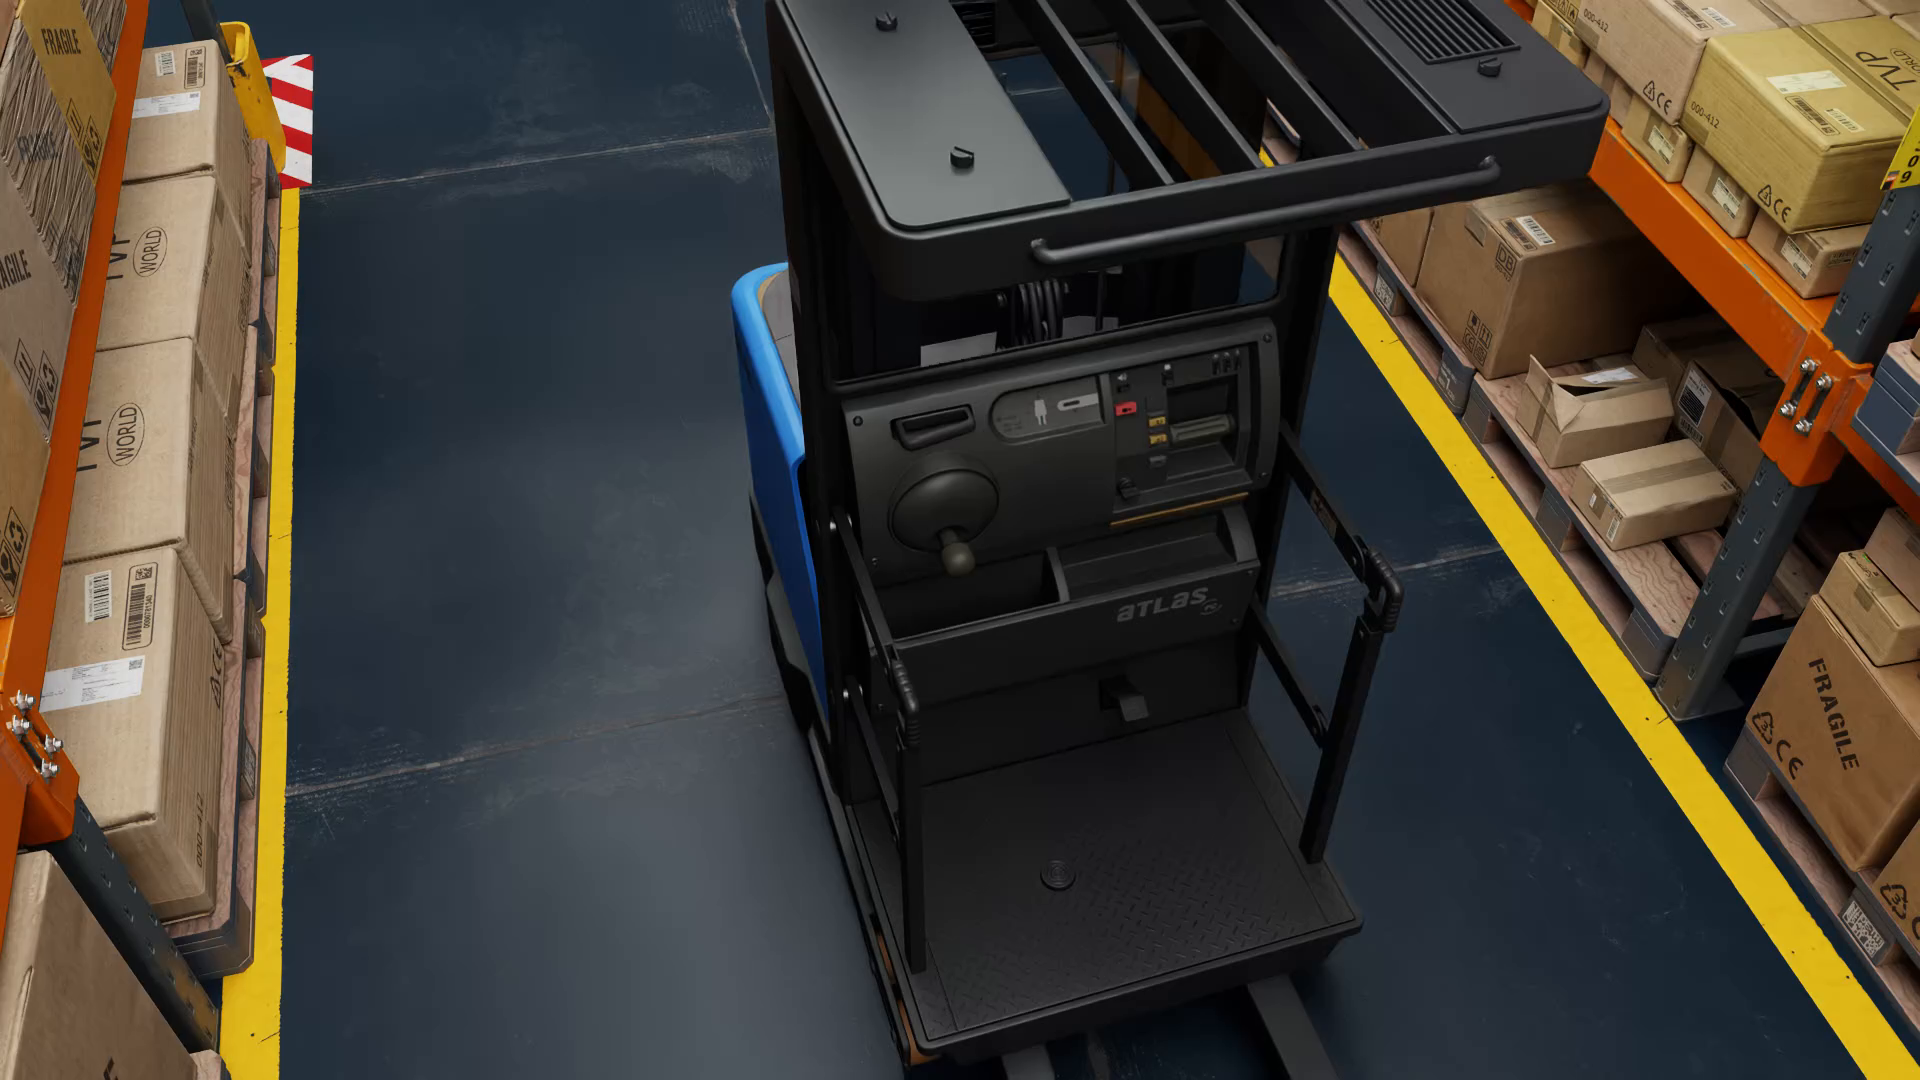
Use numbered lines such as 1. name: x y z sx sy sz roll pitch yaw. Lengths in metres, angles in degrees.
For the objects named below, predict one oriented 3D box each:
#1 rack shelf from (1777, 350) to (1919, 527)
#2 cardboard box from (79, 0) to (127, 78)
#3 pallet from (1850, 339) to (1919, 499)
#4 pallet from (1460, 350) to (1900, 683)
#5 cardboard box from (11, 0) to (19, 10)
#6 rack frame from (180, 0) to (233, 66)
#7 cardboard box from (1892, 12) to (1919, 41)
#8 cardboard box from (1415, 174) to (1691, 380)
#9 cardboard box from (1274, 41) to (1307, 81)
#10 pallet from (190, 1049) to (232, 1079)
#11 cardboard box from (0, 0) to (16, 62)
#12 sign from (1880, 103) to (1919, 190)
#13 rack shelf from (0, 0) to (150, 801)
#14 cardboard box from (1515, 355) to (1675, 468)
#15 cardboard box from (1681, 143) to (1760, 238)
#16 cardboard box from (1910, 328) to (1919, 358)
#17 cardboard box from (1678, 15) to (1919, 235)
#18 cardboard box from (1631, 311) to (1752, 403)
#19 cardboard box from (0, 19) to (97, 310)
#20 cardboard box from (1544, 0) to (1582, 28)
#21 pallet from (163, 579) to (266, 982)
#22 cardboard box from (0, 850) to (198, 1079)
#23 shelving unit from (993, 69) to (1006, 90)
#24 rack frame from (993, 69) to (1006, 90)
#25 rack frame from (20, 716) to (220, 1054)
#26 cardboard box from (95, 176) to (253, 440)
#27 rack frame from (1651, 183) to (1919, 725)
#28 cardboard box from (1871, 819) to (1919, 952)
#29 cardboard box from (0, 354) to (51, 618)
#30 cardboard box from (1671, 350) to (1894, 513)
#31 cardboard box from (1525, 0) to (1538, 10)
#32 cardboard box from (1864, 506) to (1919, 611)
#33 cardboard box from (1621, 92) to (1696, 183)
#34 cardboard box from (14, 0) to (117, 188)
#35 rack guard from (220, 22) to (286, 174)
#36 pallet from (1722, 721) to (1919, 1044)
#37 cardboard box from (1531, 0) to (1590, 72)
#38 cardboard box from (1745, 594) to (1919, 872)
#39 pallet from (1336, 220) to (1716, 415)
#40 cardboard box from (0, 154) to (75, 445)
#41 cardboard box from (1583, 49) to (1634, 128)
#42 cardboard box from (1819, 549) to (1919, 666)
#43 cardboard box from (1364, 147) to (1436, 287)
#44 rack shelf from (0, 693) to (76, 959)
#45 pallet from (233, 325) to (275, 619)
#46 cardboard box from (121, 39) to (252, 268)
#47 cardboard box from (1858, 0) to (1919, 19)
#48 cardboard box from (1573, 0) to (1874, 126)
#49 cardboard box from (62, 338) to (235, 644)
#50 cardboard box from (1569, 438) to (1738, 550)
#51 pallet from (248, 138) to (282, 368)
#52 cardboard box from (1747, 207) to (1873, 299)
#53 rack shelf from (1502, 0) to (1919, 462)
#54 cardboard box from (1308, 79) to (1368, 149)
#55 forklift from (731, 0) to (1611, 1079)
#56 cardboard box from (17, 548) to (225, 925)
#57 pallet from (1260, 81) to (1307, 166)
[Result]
1. rack shelf: 3.014 0.974 2.699 1.077 0.370 4.000 -11 47 -10
2. cardboard box: -2.685 -1.558 4.607 0.500 0.500 0.500 -9 46 -9
3. pallet: 2.601 -0.020 3.304 1.003 0.211 1.213 -11 47 -10
4. pallet: 2.327 -0.157 5.256 1.003 0.211 1.213 -11 47 -10
5. cardboard box: -2.553 -1.561 3.910 0.500 0.500 0.500 -11 47 -11
6. rack frame: -3.319 -2.510 5.610 1.000 3.000 0.127 -11 47 -10
7. cardboard box: 2.636 -1.102 4.126 0.500 0.250 0.500 -11 47 -11
8. cardboard box: 1.990 -0.939 5.526 0.700 0.500 0.500 -12 47 -12
9. cardboard box: 1.543 -2.254 6.813 0.797 0.503 0.637 -12 47 -12
10. pallet: -2.025 1.746 3.391 1.003 0.211 1.213 -11 47 -10
11. cardboard box: -2.426 -1.212 3.568 0.500 0.500 0.500 -10 46 -10
12. sign: 1.980 -0.857 3.384 0.100 0.325 0.005 -11 47 -10
13. rack shelf: -2.807 -0.878 4.514 1.077 0.370 4.000 -11 47 -10
14. cardboard box: 1.984 -0.426 5.188 0.396 0.266 0.258 -9 46 -9
15. cardboard box: 2.089 -0.921 4.228 0.380 0.149 0.250 -10 46 -9
16. cardboard box: 2.410 -0.466 3.242 0.700 0.500 0.500 -10 46 -9
17. cardboard box: 2.136 -1.018 4.044 0.500 0.250 0.500 -10 46 -9
18. cardboard box: 2.450 -0.607 5.447 0.380 0.149 0.250 -11 47 -11
19. cardboard box: -2.408 -0.848 3.911 0.500 0.500 0.500 -10 47 -10
20. cardboard box: 1.878 -1.707 4.720 0.500 0.250 0.500 -11 47 -11
21. pallet: -2.414 0.688 4.428 1.003 0.211 1.213 -11 47 -10
22. cardboard box: -2.059 1.261 3.107 0.875 0.875 0.875 -9 46 -9
23. shelving unit: -0.182 -0.910 5.092 0.431 1.500 0.755 -12 47 -12
24. rack frame: -0.074 -0.660 4.847 0.400 1.500 0.023 -12 47 -12
25. rack frame: -2.295 0.251 2.904 1.000 3.000 0.127 -11 47 -10
26. cardboard box: -2.811 -0.693 5.329 0.875 0.438 0.875 -10 46 -9
27. rack frame: 2.502 -0.659 3.796 1.000 3.000 0.127 -11 47 -10
28. cardboard box: 2.554 0.810 3.812 0.500 0.500 0.500 -11 47 -11
29. cardboard box: -2.162 -0.156 3.232 0.500 0.500 0.500 -9 46 -9
30. cardboard box: 2.561 -0.364 5.095 0.500 0.311 0.500 -9 46 -9
31. cardboard box: 1.907 -1.652 4.944 0.380 0.149 0.250 -10 46 -10
32. cardboard box: 2.395 0.023 3.921 0.380 0.149 0.250 -11 47 -11
33. cardboard box: 1.999 -1.096 4.400 0.380 0.149 0.250 -10 46 -9
34. cardboard box: -2.540 -1.204 4.260 0.500 0.500 0.500 -9 46 -9
35. rack guard: -3.325 -1.652 6.519 1.175 0.500 0.348 -11 47 -10
36. pallet: 2.747 0.872 4.248 1.003 0.211 1.213 -11 47 -10
37. cardboard box: 1.865 -1.453 4.750 0.380 0.149 0.250 -11 47 -11
38. cardboard box: 2.408 0.444 4.171 0.500 0.500 0.500 -9 46 -9
39. pallet: 2.011 -1.001 6.083 1.003 0.211 1.213 -11 47 -10
40. cardboard box: -2.287 -0.504 3.574 0.500 0.500 0.500 -10 47 -10
41. cardboard box: 1.958 -1.282 4.582 0.380 0.149 0.250 -10 46 -9
42. cardboard box: 2.337 0.138 4.016 0.380 0.149 0.250 -9 46 -8
43. cardboard box: 1.763 -1.272 5.853 0.500 0.500 0.500 -10 46 -10
44. rack shelf: -1.783 1.884 1.807 1.077 0.370 4.000 -11 47 -10
45. pallet: -2.730 -0.156 5.255 1.003 0.211 1.213 -11 47 -10
46. cardboard box: -3.054 -1.323 5.946 0.875 0.438 0.875 -12 47 -12
47. cardboard box: 2.501 -1.447 4.464 0.500 0.250 0.500 -11 47 -11
48. cardboard box: 1.993 -1.361 4.380 0.500 0.250 0.500 -11 47 -10
49. cardboard box: -2.582 -0.070 4.718 0.875 0.438 0.875 -12 47 -11
50. cardboard box: 2.076 -0.139 4.988 0.380 0.149 0.250 -12 47 -12
51. pallet: -3.039 -0.997 6.079 1.003 0.211 1.213 -11 47 -10
52. cardboard box: 2.176 -0.745 4.056 0.380 0.149 0.250 -10 46 -10
53. rack shelf: 1.990 -1.788 5.406 1.077 0.370 4.000 -11 47 -10
54. cardboard box: 1.724 -1.656 6.229 0.700 0.500 0.500 -9 46 -9
55. forklift: 0.291 -0.093 3.289 1.130 2.935 3.031 -12 47 -12
56. cardboard box: -2.352 0.548 4.113 0.875 0.438 0.875 -11 47 -11
57. pallet: 1.703 -1.842 6.907 1.003 0.211 1.213 -11 47 -10
